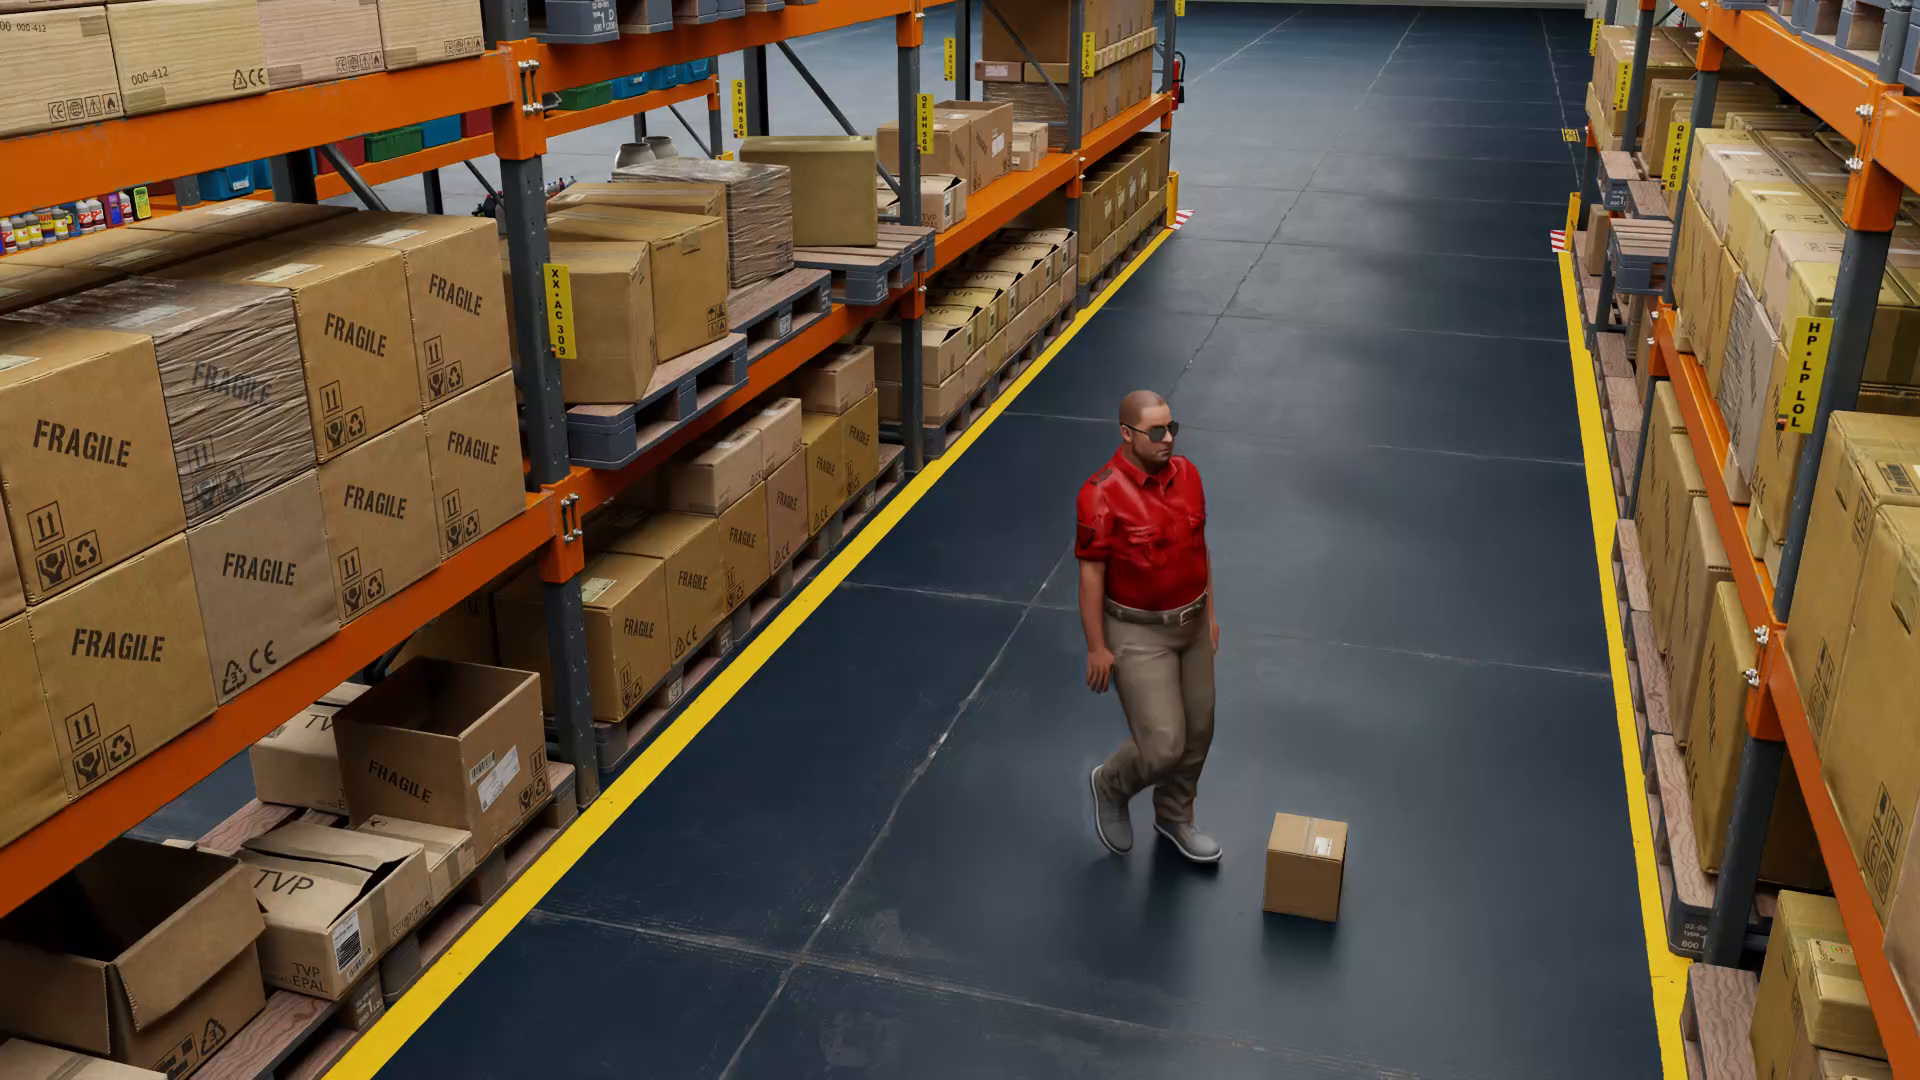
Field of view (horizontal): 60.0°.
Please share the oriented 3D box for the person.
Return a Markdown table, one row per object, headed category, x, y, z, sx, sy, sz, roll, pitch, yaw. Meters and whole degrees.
| category | x | y | z | sx | sy | sz | roll | pitch | yaw |
| --- | --- | --- | --- | --- | --- | --- | --- | --- | --- |
| person | 0.697 | 0.331 | 5.746 | 0.568 | 1.721 | 0.479 | -17 | 27 | -36 |
